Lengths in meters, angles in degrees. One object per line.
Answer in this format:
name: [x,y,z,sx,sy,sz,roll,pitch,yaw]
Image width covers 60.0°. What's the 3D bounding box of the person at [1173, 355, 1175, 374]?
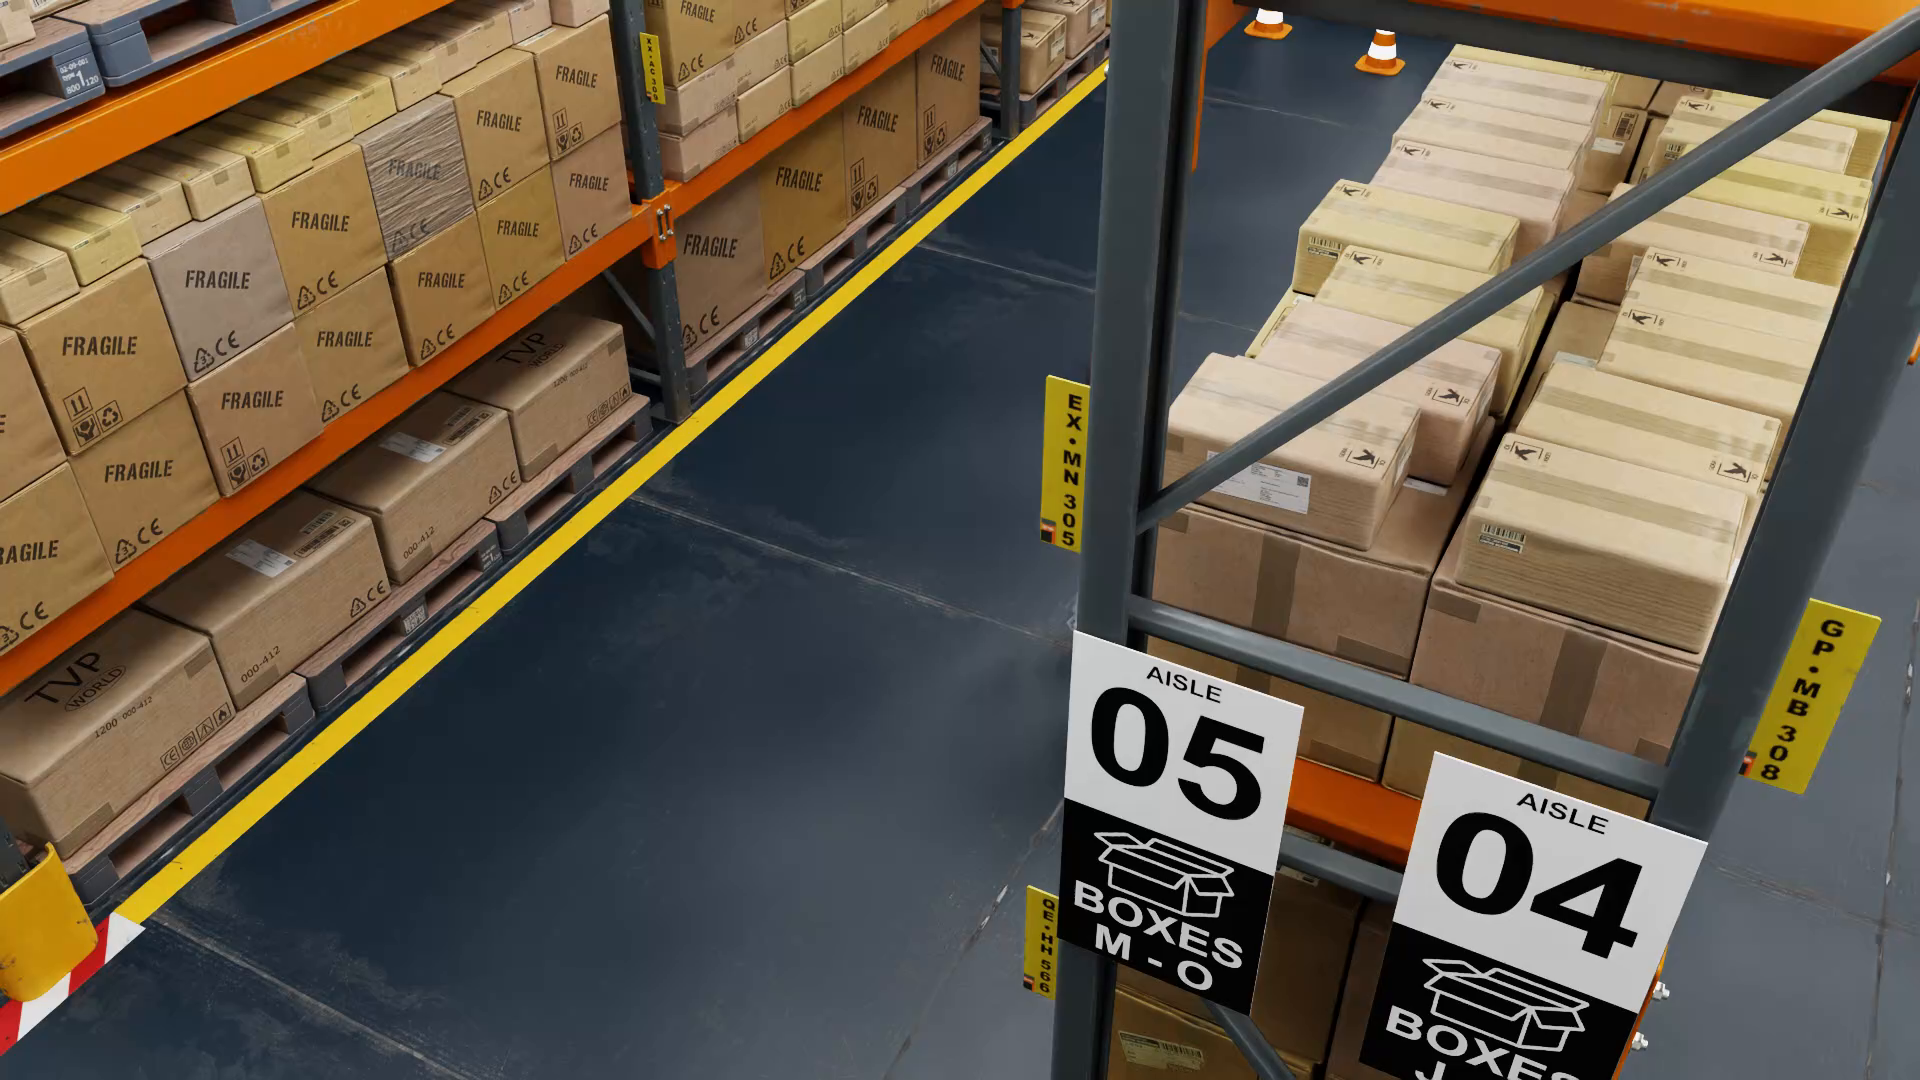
person: [0.786,-0.118,6.902,0.424,1.695,0.486,-18,41,-21]
